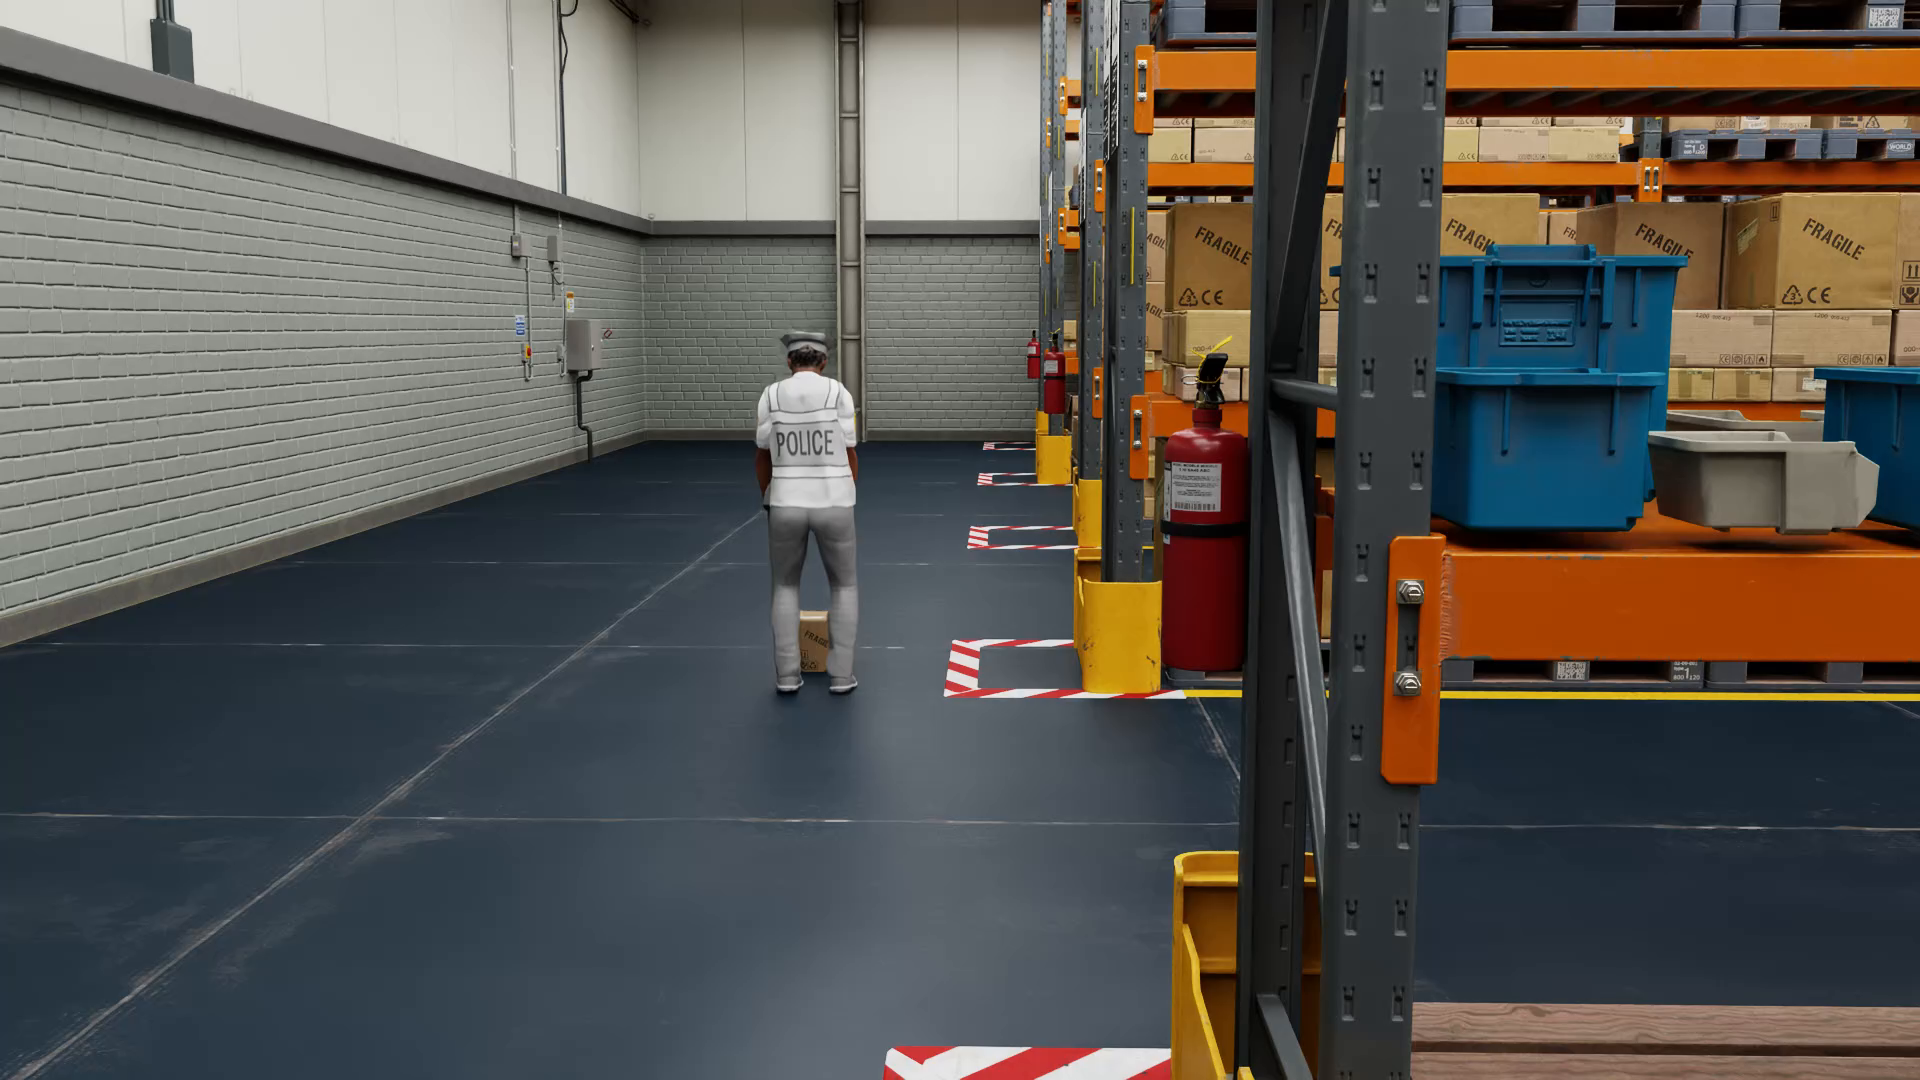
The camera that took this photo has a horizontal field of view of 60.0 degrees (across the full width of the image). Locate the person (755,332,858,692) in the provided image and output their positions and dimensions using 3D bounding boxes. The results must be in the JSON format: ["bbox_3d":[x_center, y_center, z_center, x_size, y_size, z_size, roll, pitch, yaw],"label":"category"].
[{"bbox_3d":[-0.685,-0.120,7.451,0.461,1.615,0.460,0,7,3],"label":"person"}]
